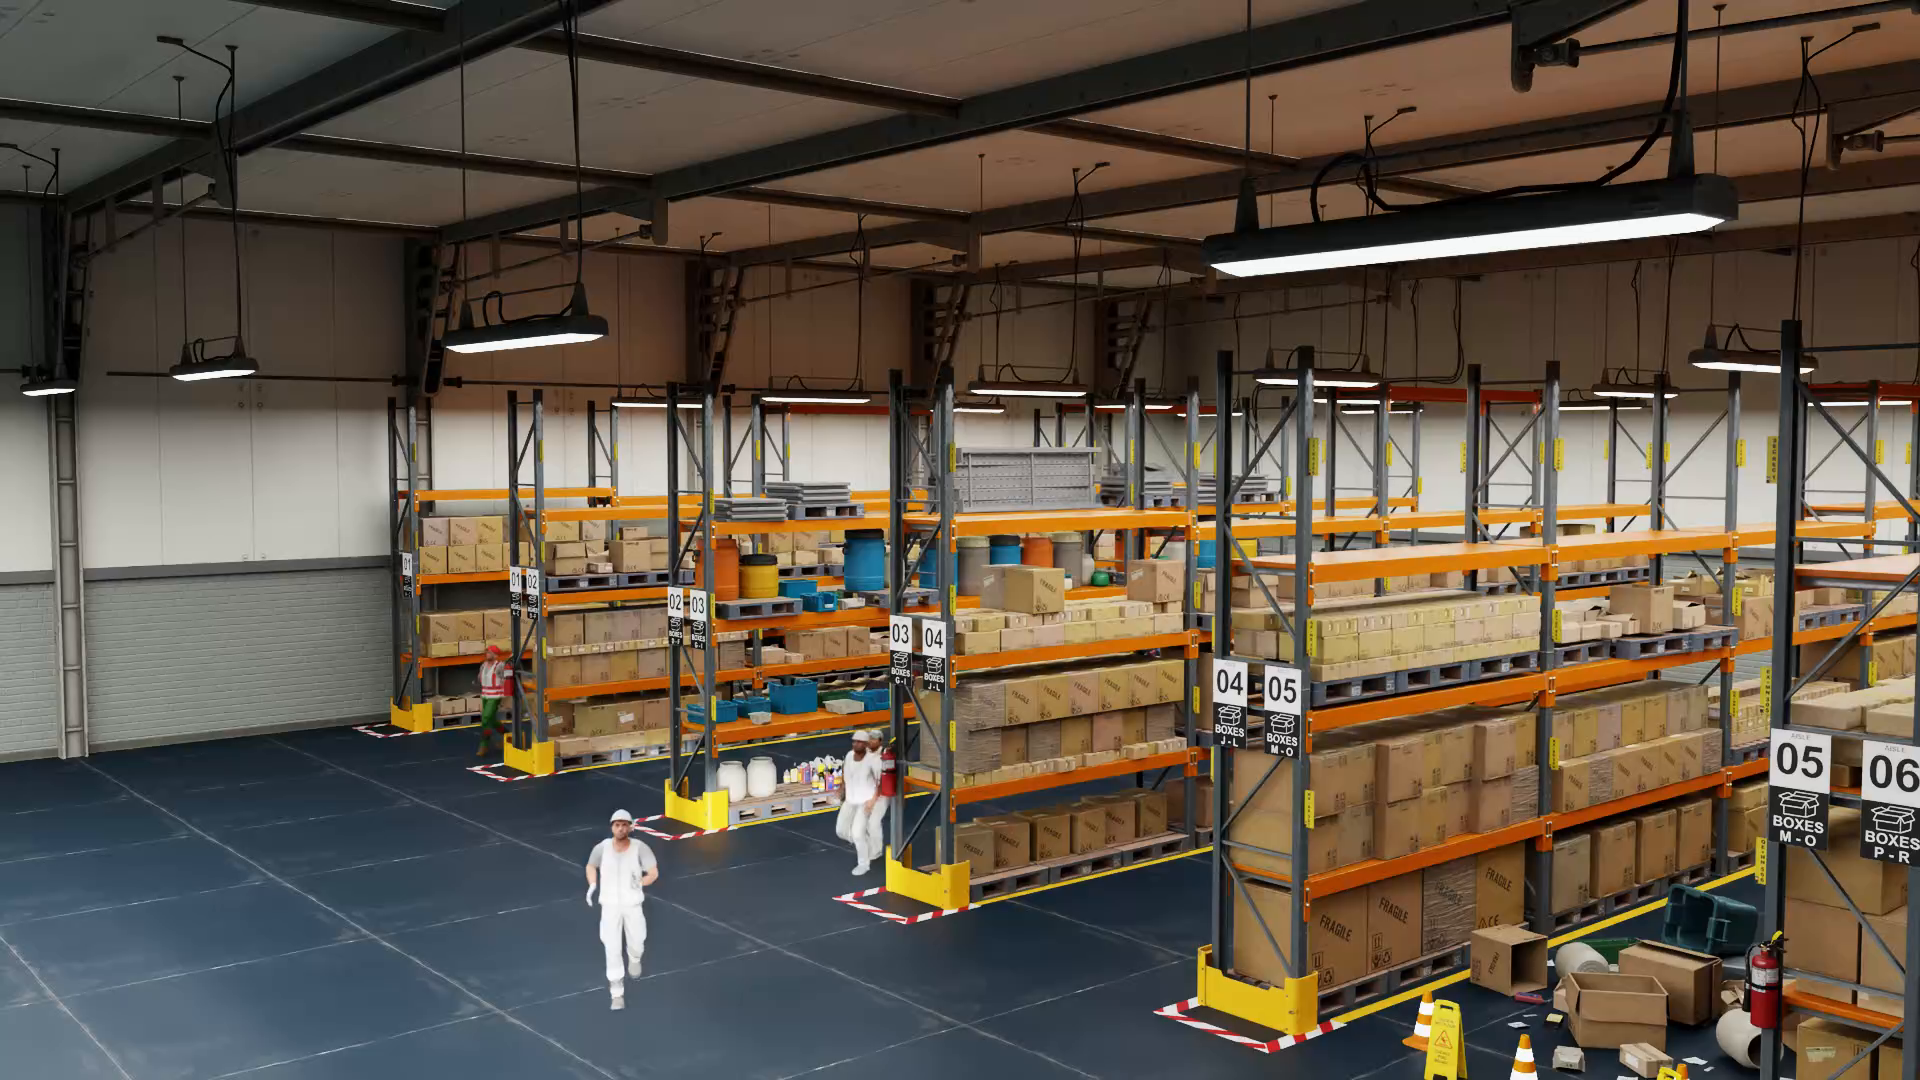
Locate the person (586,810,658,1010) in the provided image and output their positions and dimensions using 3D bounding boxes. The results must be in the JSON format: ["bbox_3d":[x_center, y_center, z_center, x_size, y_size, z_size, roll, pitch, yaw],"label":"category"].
[{"bbox_3d":[-3.134,3.378,15.417,0.670,1.765,0.914,0,3,-7],"label":"person"}]

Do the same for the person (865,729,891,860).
[{"bbox_3d":[-1.052,3.150,20.694,0.633,1.612,0.531,2,4,27],"label":"person"}]

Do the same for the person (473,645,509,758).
[{"bbox_3d":[-7.795,2.656,27.664,0.716,1.819,0.847,2,4,33],"label":"person"}]

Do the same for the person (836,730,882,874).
[{"bbox_3d":[-1.223,3.144,19.980,0.731,1.725,0.529,3,4,41],"label":"person"}]
